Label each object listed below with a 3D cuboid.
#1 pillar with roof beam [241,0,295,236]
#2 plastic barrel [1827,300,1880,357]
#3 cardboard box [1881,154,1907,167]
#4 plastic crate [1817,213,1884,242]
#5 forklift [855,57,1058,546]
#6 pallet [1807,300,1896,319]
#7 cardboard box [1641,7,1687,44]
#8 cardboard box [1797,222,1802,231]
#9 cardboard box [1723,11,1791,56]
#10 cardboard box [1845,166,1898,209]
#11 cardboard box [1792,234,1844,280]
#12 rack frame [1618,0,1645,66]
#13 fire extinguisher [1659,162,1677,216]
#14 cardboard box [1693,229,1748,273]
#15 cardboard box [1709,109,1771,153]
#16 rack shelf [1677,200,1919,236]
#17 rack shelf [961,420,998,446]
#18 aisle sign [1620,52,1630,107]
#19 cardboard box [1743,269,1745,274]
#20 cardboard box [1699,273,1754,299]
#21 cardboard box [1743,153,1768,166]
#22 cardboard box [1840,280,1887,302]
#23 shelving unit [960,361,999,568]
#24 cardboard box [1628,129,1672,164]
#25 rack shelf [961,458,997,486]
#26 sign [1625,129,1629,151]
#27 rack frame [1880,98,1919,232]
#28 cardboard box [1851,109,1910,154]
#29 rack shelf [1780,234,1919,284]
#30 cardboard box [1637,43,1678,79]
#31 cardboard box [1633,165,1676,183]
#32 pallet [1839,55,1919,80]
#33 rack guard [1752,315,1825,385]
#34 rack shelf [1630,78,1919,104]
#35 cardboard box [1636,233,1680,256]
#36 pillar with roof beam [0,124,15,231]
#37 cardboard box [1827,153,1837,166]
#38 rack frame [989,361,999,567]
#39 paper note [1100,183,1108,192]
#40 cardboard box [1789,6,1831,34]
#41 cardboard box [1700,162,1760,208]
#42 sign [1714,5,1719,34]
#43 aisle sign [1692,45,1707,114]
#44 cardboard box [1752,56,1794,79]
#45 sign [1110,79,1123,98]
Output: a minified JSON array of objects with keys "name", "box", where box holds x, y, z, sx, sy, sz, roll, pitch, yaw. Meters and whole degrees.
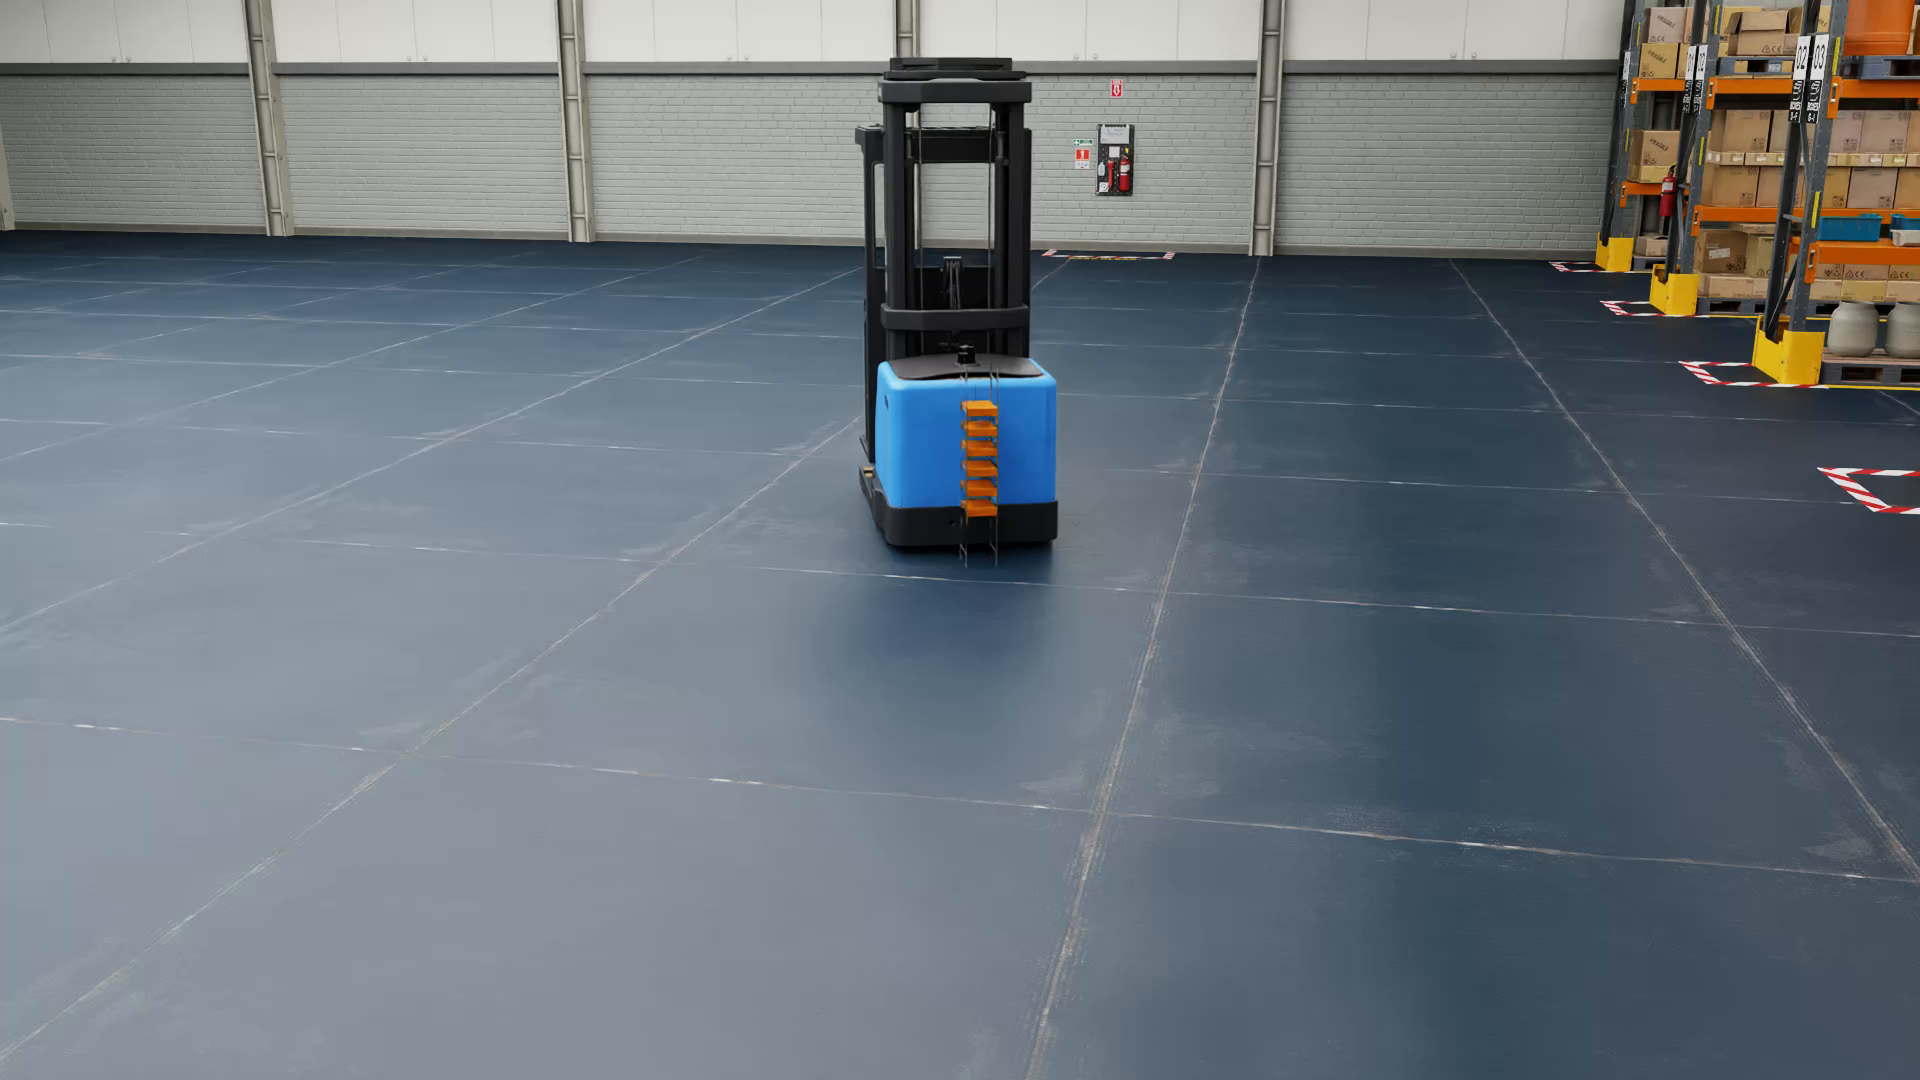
[{"name":"pillar with roof beam","box":[-13.510,-8.892,25.735,0.400,9.000,9.100,3,16,11]},{"name":"plastic barrel","box":[8.694,-2.058,16.175,0.421,0.512,0.421,0,15,0]},{"name":"cardboard box","box":[11.130,-4.553,19.906,0.250,0.149,0.380,4,16,13]},{"name":"plastic crate","box":[8.584,-3.049,16.160,0.616,0.251,0.499,3,16,11]},{"name":"forklift","box":[-0.115,-1.720,11.209,1.130,2.935,3.031,-2,16,-8]},{"name":"pallet","box":[10.974,-2.926,20.659,1.213,0.211,1.003,3,16,11]},{"name":"cardboard box","box":[10.337,-7.562,24.456,0.500,0.500,0.500,2,16,7]},{"name":"cardboard box","box":[12.903,-4.500,24.978,0.500,0.500,0.500,2,16,7]},{"name":"cardboard box","box":[9.587,-6.098,20.027,0.637,0.503,0.797,4,16,15]},{"name":"cardboard box","box":[10.997,-4.303,20.221,0.500,0.500,0.700,4,16,13]},{"name":"cardboard box","box":[10.489,-3.468,20.350,0.500,0.500,0.500,3,16,11]},{"name":"rack frame","box":[10.008,-8.552,24.509,0.127,3.000,1.000,3,16,11]},{"name":"fire extinguisher","box":[9.001,-4.455,21.102,0.183,0.674,0.296,3,16,11]},{"name":"cardboard box","box":[9.609,-3.653,21.019,0.500,0.500,0.500,3,16,11]},{"name":"cardboard box","box":[9.531,-5.007,20.332,0.500,0.500,0.700,3,16,11]},{"name":"rack shelf","box":[10.984,-3.912,20.343,4.000,0.370,1.077,3,16,11]},{"name":"rack shelf","box":[0.111,-0.635,9.804,0.180,0.103,0.258,-3,16,-9]},{"name":"aisle sign","box":[9.878,-6.839,24.693,0.004,0.787,0.394,3,16,11]},{"name":"cardboard box","box":[10.101,-3.267,21.033,0.500,0.250,0.500,3,16,11]},{"name":"cardboard box","box":[9.506,-3.155,20.628,0.500,0.250,0.500,3,16,11]},{"name":"cardboard box","box":[9.625,-4.635,20.204,0.250,0.149,0.380,3,16,10]},{"name":"cardboard box","box":[10.975,-3.075,20.339,0.500,0.250,0.500,3,16,11]},{"name":"shelving unit","box":[0.111,-0.447,9.857,0.189,1.200,0.258,-3,16,-9]},{"name":"cardboard box","box":[10.512,-5.990,25.337,0.500,0.500,0.500,3,16,10]},{"name":"rack shelf","box":[0.111,-0.404,9.869,0.180,0.103,0.258,-3,16,-9]},{"name":"sign","box":[9.900,-5.936,24.681,0.005,0.325,0.100,3,16,11]},{"name":"rack frame","box":[13.928,-5.448,24.541,0.127,3.000,1.000,3,16,11]},{"name":"cardboard box","box":[11.033,-4.928,20.044,0.500,0.500,0.700,3,16,11]},{"name":"rack shelf","box":[9.994,-2.616,15.665,4.000,0.370,1.077,3,16,11]},{"name":"cardboard box","box":[10.286,-7.081,24.593,0.500,0.500,0.500,4,16,13]},{"name":"cardboard box","box":[10.423,-5.489,24.933,0.500,0.250,0.500,3,16,9]},{"name":"pallet","box":[8.825,-4.354,15.327,1.213,0.211,1.003,3,16,11]},{"name":"rack guard","box":[8.118,-1.873,16.317,0.348,0.500,1.175,3,16,11]},{"name":"rack shelf","box":[11.968,-6.653,24.621,4.000,0.370,1.077,3,16,11]},{"name":"cardboard box","box":[10.668,-4.517,25.392,0.500,0.311,0.500,1,16,5]},{"name":"pillar with roof beam","box":[-19.390,-9.211,26.887,0.400,9.000,9.100,3,16,11]},{"name":"cardboard box","box":[10.378,-4.594,20.055,0.250,0.149,0.380,3,16,9]},{"name":"rack frame","box":[0.201,-0.451,9.871,0.006,1.200,0.240,-3,16,-9]},{"name":"paper note","box":[2.413,-5.914,27.872,0.142,0.148,0.016,3,16,11]},{"name":"cardboard box","box":[12.330,-7.441,24.017,0.500,0.500,0.500,3,16,9]},{"name":"cardboard box","box":[9.479,-4.385,20.515,0.500,0.500,0.700,3,16,11]},{"name":"sign","box":[8.908,-6.125,19.580,0.005,0.325,0.100,3,16,11]},{"name":"aisle sign","box":[8.899,-5.541,20.007,0.004,0.787,0.394,3,16,11]},{"name":"cardboard box","box":[11.844,-6.994,24.277,0.500,0.500,0.500,4,16,15]},{"name":"sign","box":[2.585,-7.454,27.441,0.199,0.298,0.001,3,16,11]}]
